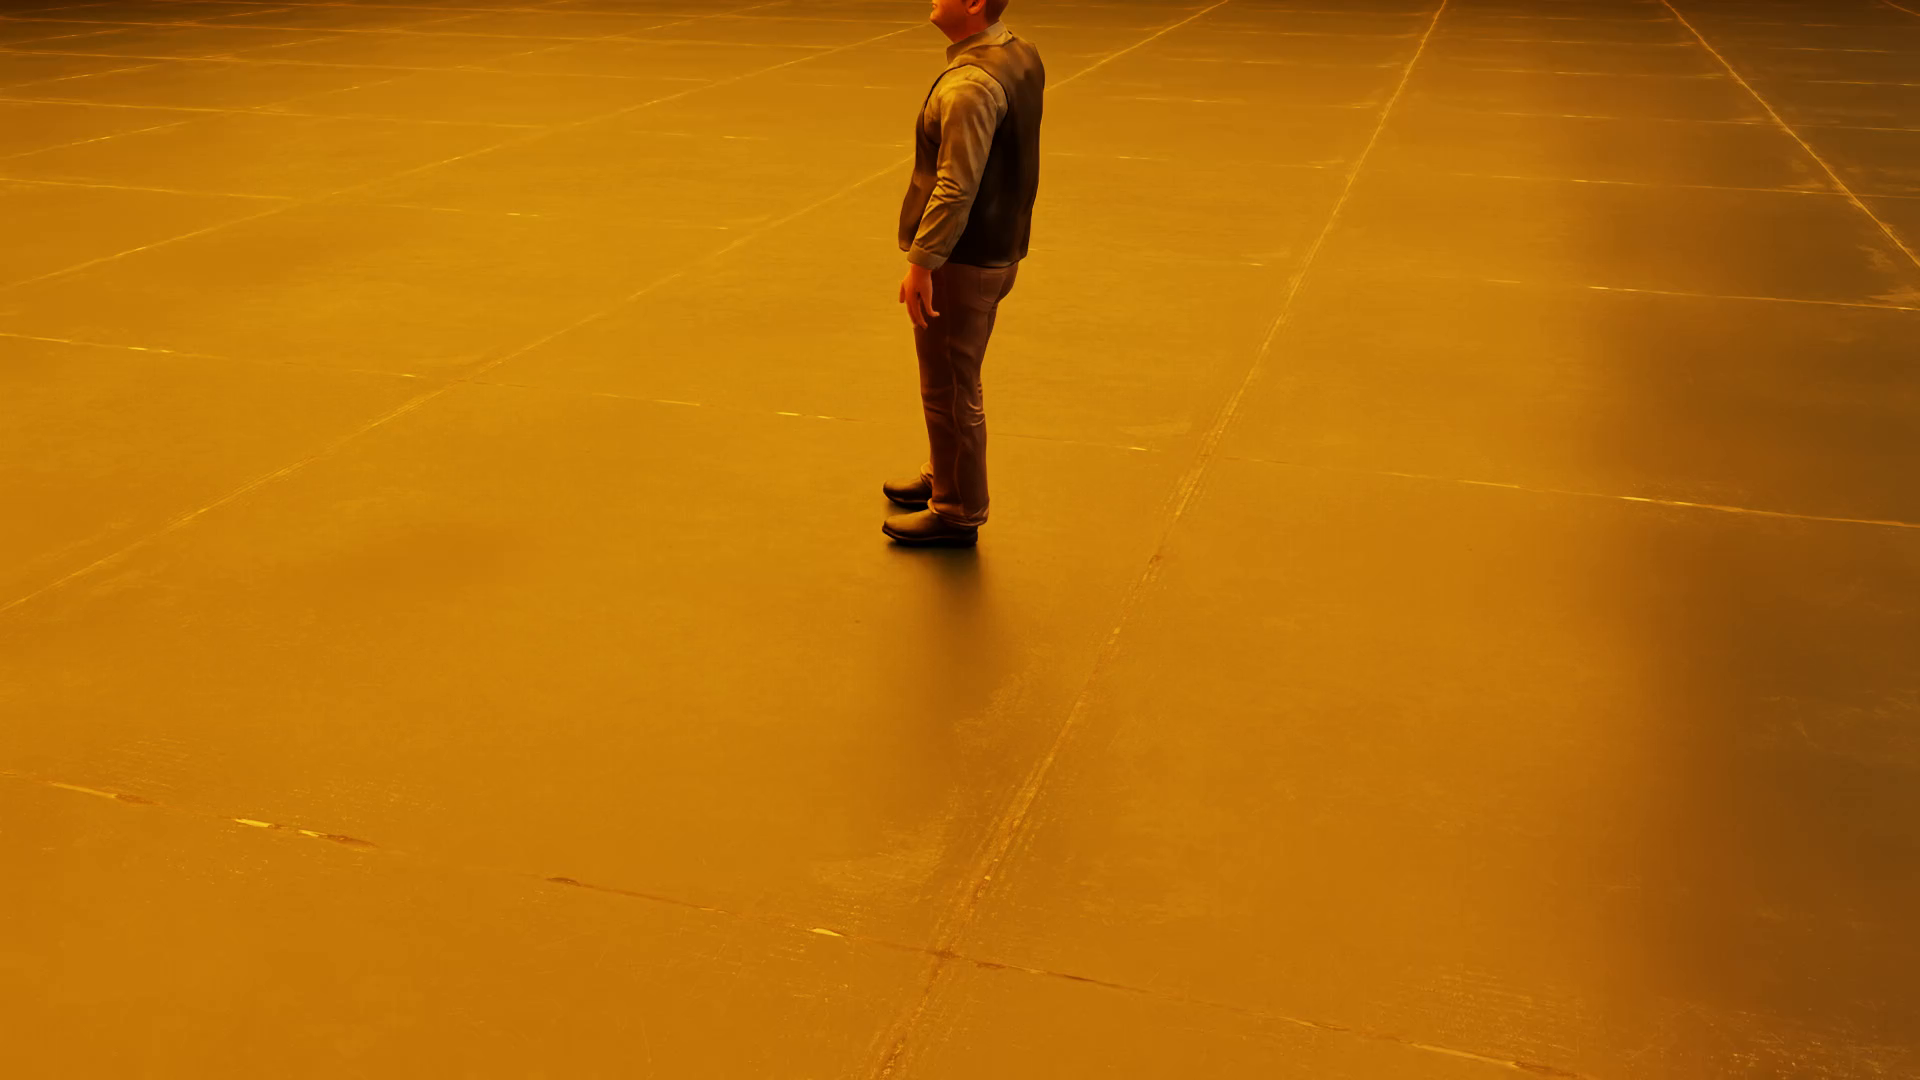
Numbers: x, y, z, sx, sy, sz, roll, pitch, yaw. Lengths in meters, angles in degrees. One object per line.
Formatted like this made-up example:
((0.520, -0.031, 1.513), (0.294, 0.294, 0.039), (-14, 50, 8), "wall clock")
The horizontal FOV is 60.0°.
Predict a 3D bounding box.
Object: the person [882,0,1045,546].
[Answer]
((-0.058, -0.812, 4.813), (0.566, 1.722, 0.634), (7, 23, 16), "person")
